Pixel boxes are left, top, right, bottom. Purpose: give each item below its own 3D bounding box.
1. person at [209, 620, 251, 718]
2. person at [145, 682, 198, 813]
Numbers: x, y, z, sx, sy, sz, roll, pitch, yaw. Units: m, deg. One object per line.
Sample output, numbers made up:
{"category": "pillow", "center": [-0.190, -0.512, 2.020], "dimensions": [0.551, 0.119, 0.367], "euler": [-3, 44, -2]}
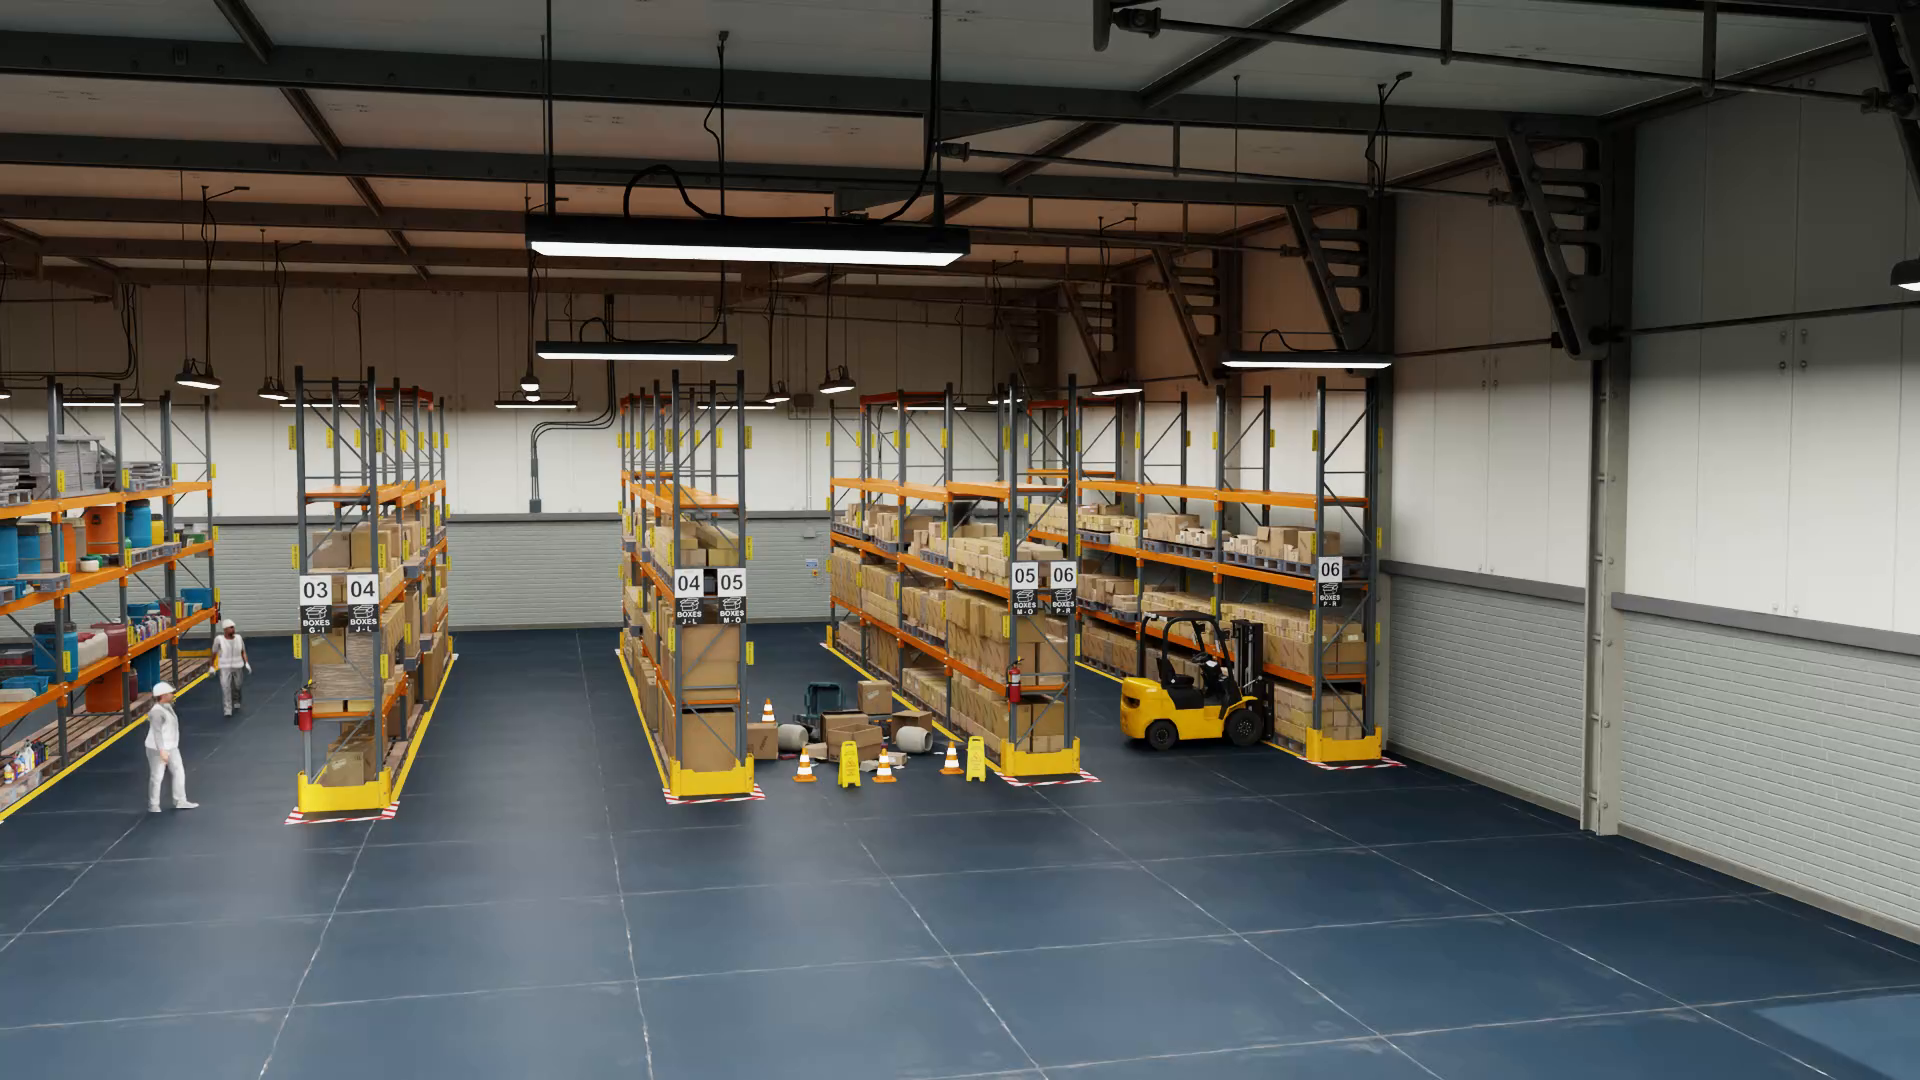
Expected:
{"category": "person", "center": [-13.307, 2.327, 30.305], "dimensions": [0.711, 1.752, 1.019], "euler": [-2, 4, -26]}
{"category": "person", "center": [-10.706, 2.793, 22.412], "dimensions": [0.574, 1.760, 0.583], "euler": [1, 3, 11]}
